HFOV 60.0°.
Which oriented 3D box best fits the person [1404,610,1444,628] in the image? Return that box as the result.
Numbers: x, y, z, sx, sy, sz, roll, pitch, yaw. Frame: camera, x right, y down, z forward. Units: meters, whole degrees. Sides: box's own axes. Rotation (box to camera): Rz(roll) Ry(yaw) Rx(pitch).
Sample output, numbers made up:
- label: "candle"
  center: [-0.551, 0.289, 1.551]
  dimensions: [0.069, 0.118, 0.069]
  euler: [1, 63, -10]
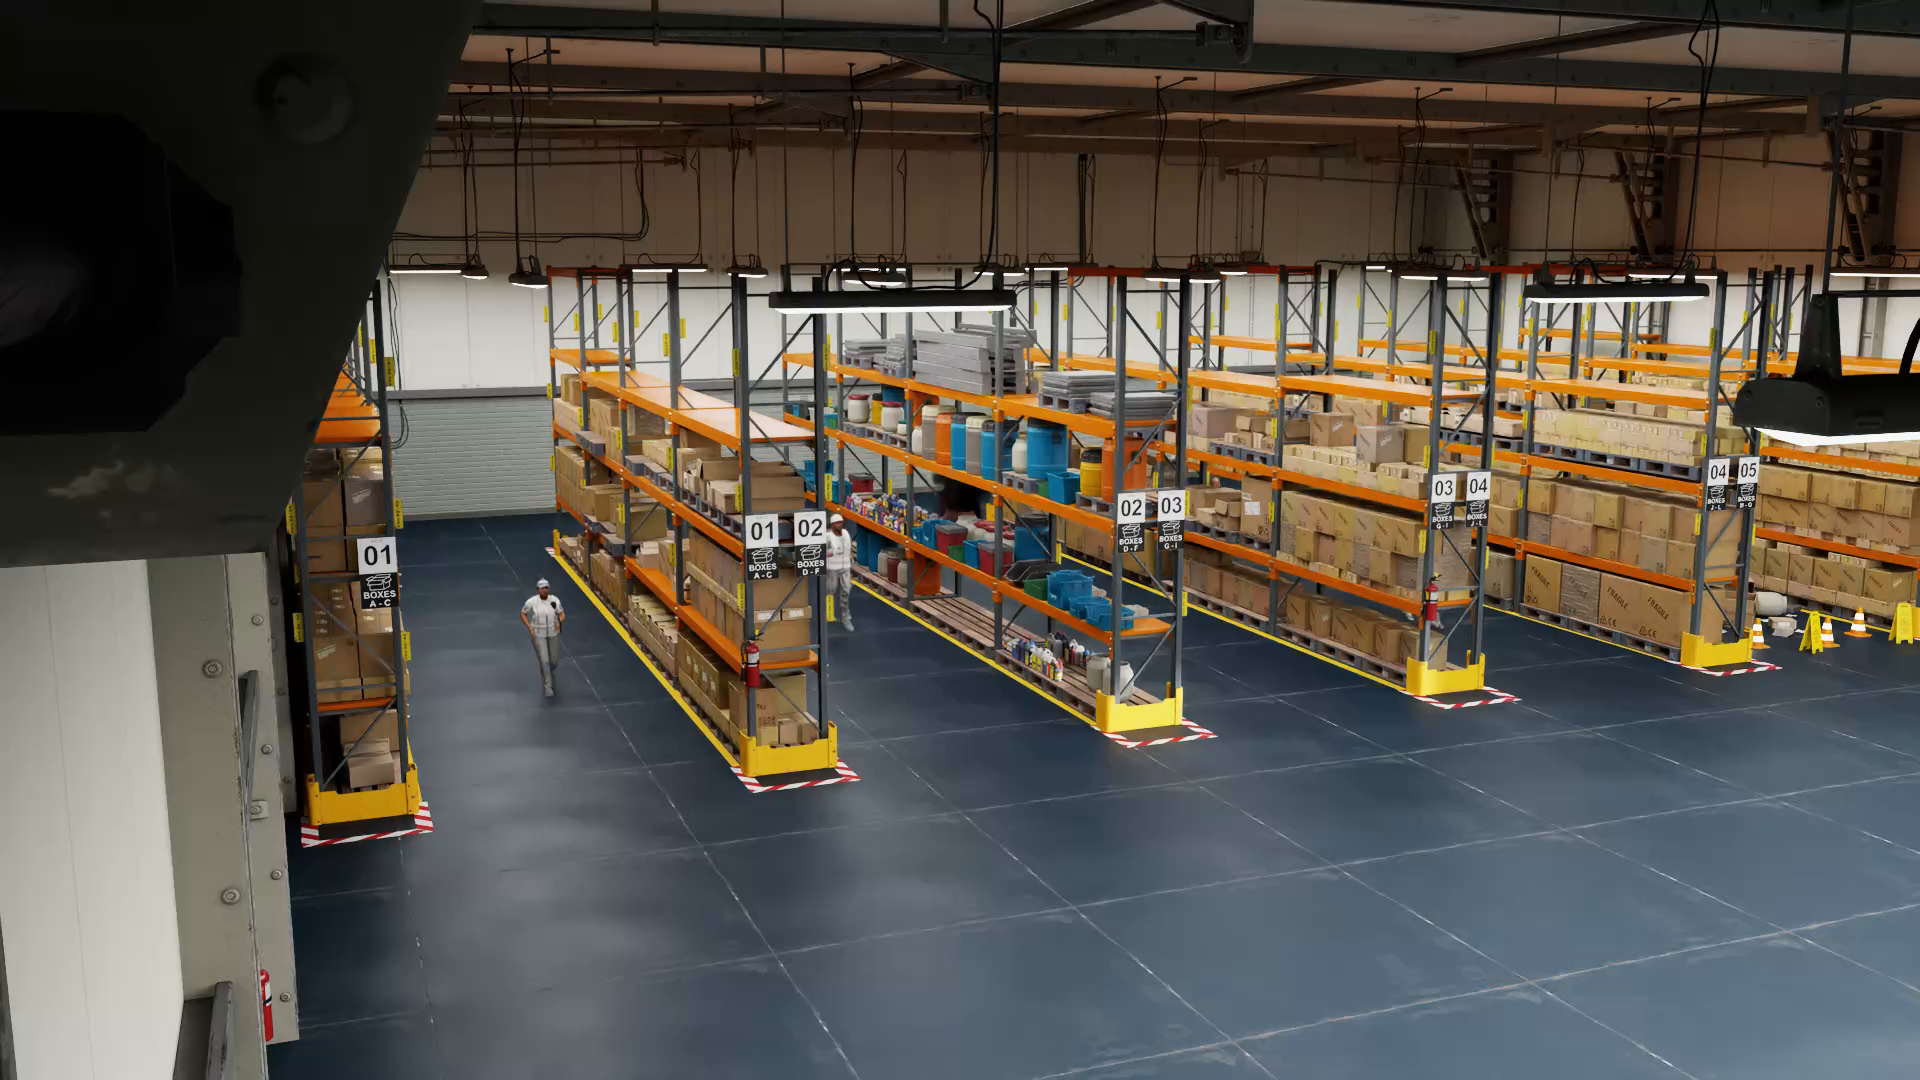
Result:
- label: "person"
  center: [7.909, 0.643, 28.259]
  dimensions: [0.563, 1.631, 0.778]
  euler: [-6, 12, -33]

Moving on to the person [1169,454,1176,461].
- label: "person"
  center: [5.428, -1.668, 41.616]
  dimensions: [0.763, 1.649, 0.715]
  euler: [-1, 10, -7]

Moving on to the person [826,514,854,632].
- label: "person"
  center: [-1.952, 0.525, 26.899]
  dimensions: [0.654, 1.892, 0.710]
  euler: [-6, 12, -31]

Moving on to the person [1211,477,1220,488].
- label: "person"
  center: [5.161, -0.373, 33.689]
  dimensions: [0.727, 1.824, 0.973]
  euler: [-3, 10, -19]

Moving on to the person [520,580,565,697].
- label: "person"
  center: [-6.007, 1.380, 24.019]
  dimensions: [0.613, 1.660, 0.726]
  euler: [-5, 11, -27]
